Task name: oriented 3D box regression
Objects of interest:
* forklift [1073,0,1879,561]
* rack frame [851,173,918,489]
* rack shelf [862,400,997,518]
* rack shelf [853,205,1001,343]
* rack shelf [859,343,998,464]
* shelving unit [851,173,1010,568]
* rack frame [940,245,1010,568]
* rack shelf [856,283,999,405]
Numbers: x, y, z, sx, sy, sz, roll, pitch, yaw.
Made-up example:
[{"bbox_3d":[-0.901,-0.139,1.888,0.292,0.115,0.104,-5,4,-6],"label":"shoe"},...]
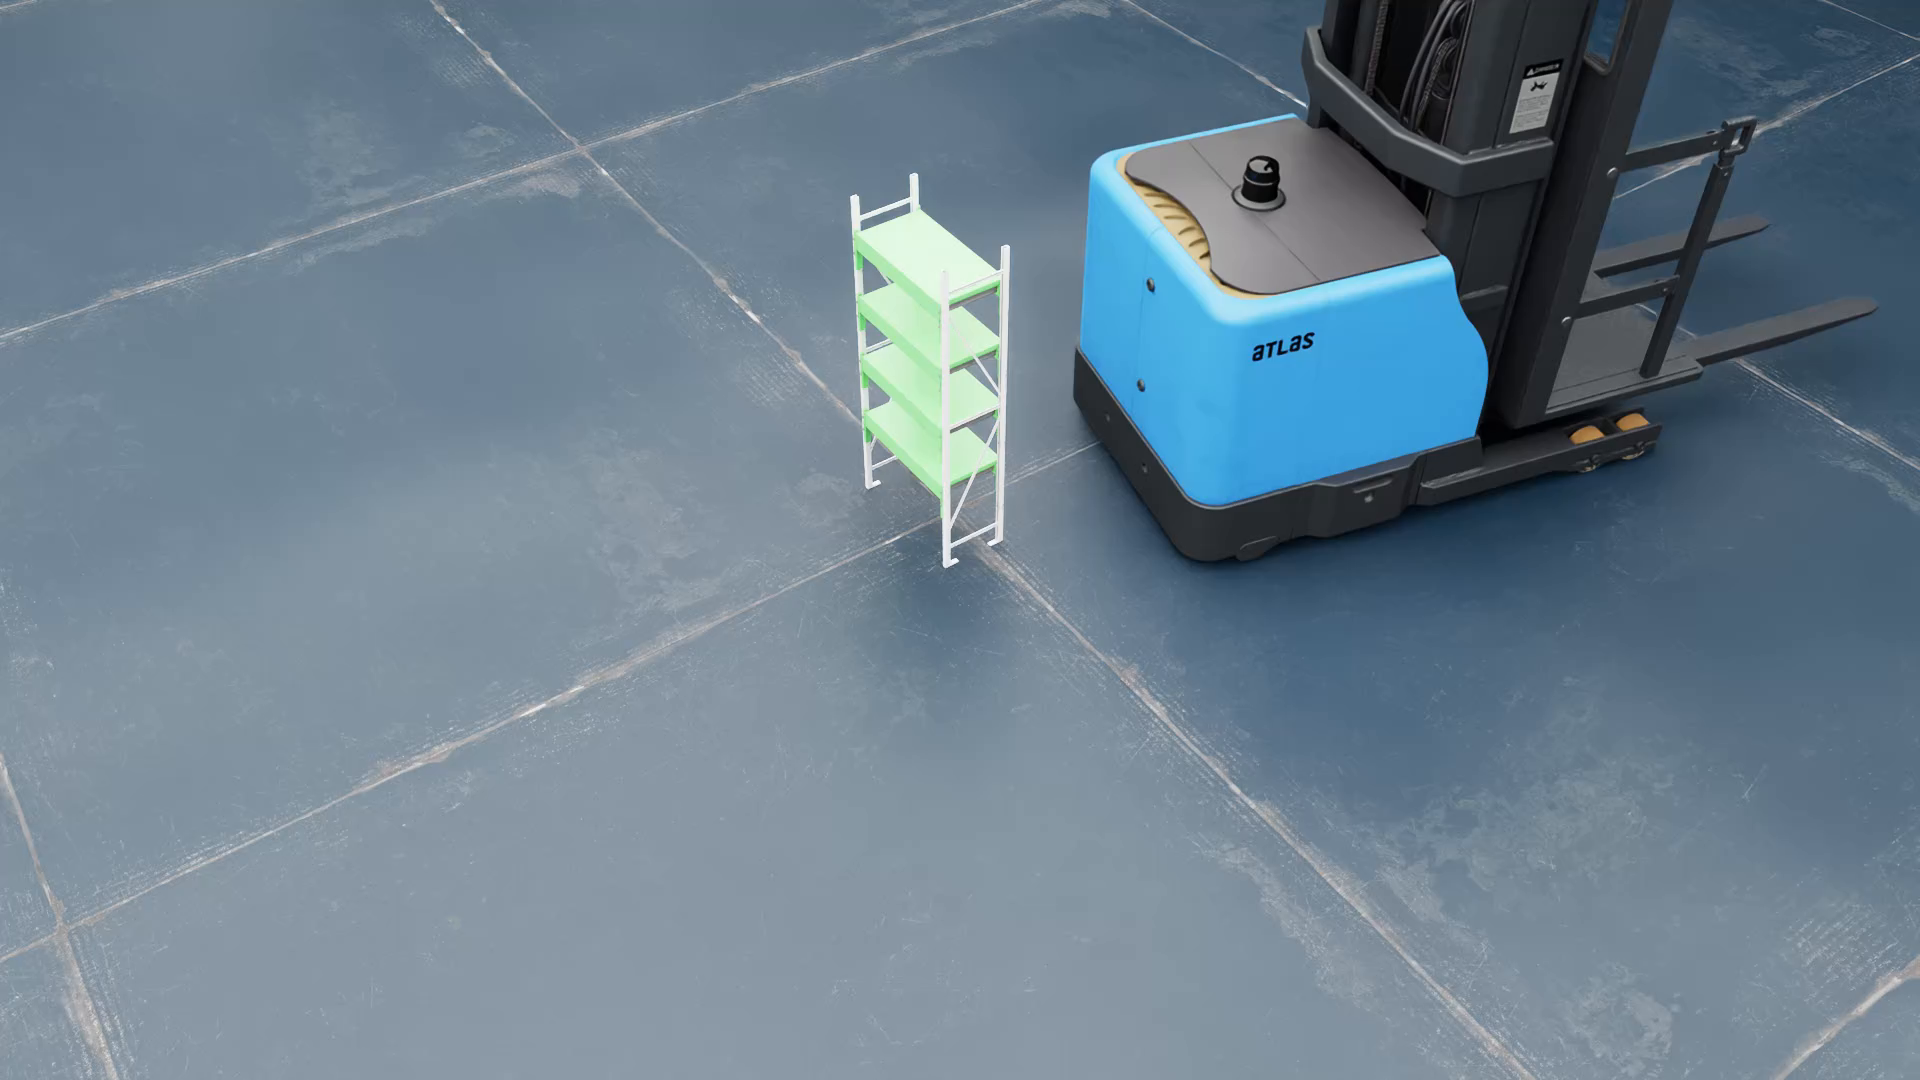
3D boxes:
[{"bbox_3d":[1.991,-1.631,5.336,3.031,2.935,1.130,-15,46,-15],"label":"forklift"},{"bbox_3d":[-0.234,-0.666,5.579,0.240,1.200,0.015,-26,49,-24],"label":"rack frame"},{"bbox_3d":[-0.095,-0.308,5.644,0.258,0.148,0.480,-26,49,-24],"label":"rack shelf"},{"bbox_3d":[-0.095,-0.829,5.147,0.258,0.148,0.480,-26,49,-24],"label":"rack shelf"},{"bbox_3d":[-0.095,-0.482,5.478,0.258,0.148,0.480,-26,49,-24],"label":"rack shelf"},{"bbox_3d":[-0.095,-0.528,5.434,0.258,1.200,0.503,-26,49,-24],"label":"shelving unit"},{"bbox_3d":[0.045,-0.390,5.289,0.240,1.200,0.015,-26,49,-24],"label":"rack frame"},{"bbox_3d":[-0.095,-0.655,5.312,0.258,0.148,0.480,-26,49,-24],"label":"rack shelf"}]
